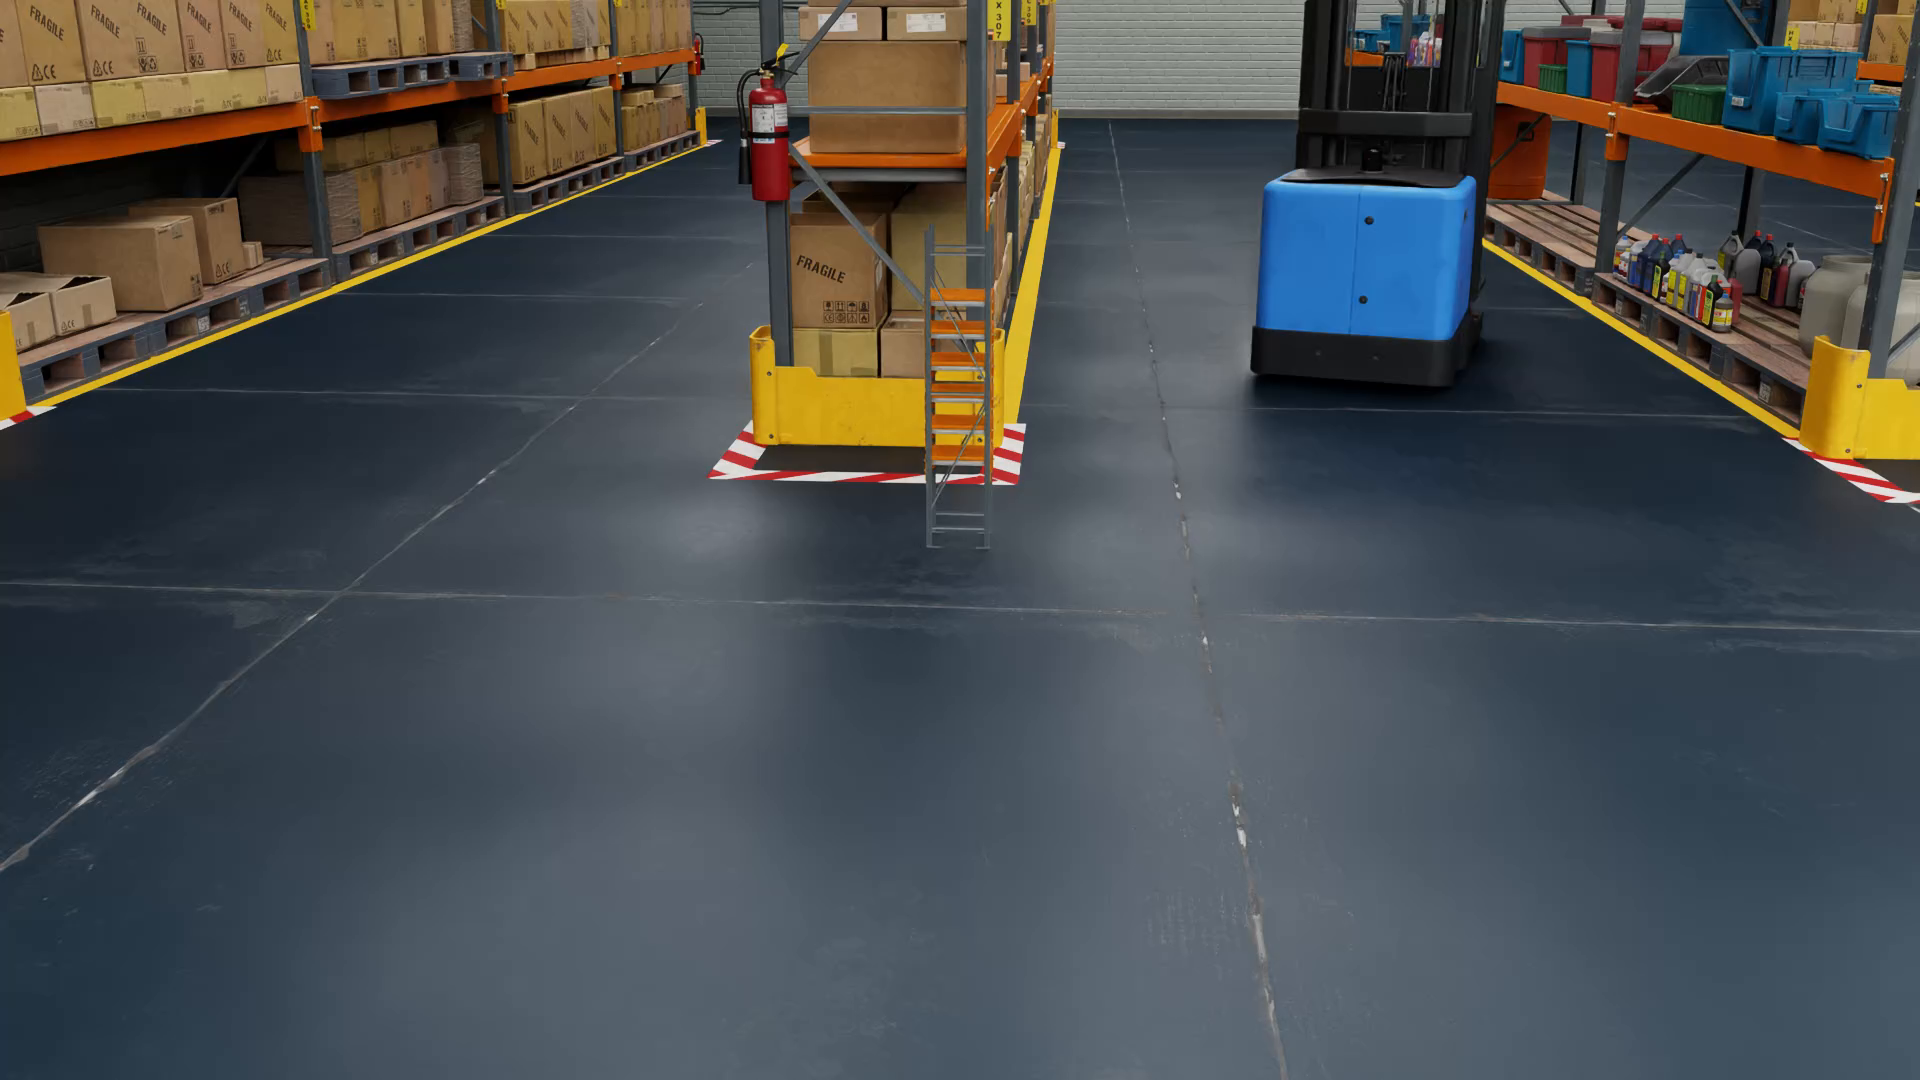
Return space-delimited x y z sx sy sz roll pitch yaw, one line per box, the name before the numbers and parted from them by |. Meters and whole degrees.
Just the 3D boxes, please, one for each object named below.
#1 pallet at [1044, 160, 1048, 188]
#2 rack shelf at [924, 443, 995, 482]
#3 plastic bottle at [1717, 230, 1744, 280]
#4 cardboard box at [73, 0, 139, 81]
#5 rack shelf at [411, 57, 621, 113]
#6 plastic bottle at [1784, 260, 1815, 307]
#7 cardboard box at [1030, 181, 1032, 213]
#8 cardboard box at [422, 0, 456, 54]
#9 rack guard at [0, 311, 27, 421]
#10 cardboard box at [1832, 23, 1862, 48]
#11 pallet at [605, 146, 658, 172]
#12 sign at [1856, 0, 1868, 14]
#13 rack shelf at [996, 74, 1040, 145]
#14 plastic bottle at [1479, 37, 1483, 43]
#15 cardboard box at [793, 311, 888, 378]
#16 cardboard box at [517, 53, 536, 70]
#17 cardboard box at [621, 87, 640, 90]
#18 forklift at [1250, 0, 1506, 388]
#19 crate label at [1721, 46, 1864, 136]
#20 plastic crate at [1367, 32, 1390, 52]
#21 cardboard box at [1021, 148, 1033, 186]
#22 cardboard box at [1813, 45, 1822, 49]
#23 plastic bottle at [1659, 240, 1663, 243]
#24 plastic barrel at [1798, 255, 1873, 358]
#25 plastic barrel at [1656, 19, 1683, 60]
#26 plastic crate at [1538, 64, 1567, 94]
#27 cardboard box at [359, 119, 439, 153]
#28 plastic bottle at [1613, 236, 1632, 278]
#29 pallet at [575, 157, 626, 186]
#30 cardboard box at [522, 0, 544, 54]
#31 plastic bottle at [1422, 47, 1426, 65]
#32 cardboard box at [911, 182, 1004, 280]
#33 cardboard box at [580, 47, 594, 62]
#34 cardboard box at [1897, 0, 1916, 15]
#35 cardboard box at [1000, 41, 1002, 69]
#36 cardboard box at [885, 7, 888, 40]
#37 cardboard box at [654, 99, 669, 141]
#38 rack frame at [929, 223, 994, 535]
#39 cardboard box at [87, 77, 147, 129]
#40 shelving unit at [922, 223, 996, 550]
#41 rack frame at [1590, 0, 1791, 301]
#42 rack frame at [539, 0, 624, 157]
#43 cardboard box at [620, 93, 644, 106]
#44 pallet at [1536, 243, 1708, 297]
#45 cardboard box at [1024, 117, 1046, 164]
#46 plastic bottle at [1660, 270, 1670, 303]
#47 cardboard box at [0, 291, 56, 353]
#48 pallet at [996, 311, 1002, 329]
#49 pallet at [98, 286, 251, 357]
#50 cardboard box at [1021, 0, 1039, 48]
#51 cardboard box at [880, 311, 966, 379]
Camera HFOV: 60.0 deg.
pallet | 0.459 -4.070 18.504 1.003 0.211 1.213 1 18 4
rack shelf | -0.001 -0.295 6.311 0.258 0.103 0.180 1 18 4
plastic bottle | 4.944 -1.799 10.644 0.144 0.351 0.185 1 18 4
cardboard box | -4.899 -2.781 9.096 0.500 0.500 0.500 1 18 2
rack shelf | -4.605 -4.795 17.394 1.077 0.370 4.000 1 18 4
plastic bottle | 5.035 -1.550 10.004 0.152 0.276 0.135 2 18 5
cardboard box | 0.365 -2.970 14.411 0.500 0.250 0.500 1 18 3
cardboard box | -4.785 -4.452 14.324 0.700 0.500 0.500 0 18 -1
rack guard | -5.316 -0.867 8.265 1.175 0.500 0.348 1 18 4
cardboard box | 10.130 -5.639 18.579 0.500 0.250 0.500 1 18 3
pallet | -4.329 -4.667 20.327 1.003 0.211 1.213 1 18 4
sign | 9.807 -5.887 18.054 0.100 0.325 0.005 1 18 4
rack shelf | 0.050 -3.443 13.269 1.077 0.370 4.000 1 18 4
plastic bottle | 5.524 -5.166 17.451 0.144 0.351 0.185 1 18 4
cardboard box | -0.637 -0.987 8.361 0.500 0.250 0.500 1 18 4
cardboard box | -4.363 -4.661 16.203 0.380 0.149 0.250 2 18 6
cardboard box | -4.387 -5.830 21.695 0.380 0.149 0.250 2 18 5
forklift | 2.571 -2.608 9.675 1.130 2.935 3.031 7 19 20
crate label | 4.422 -2.404 8.886 0.502 0.435 0.616 1 18 4
plastic crate | 5.245 -6.156 20.567 0.416 0.233 0.300 1 18 4
cardboard box | 0.370 -3.236 14.321 0.500 0.311 0.500 1 18 3
cardboard box | 10.111 -5.648 19.247 0.380 0.149 0.250 2 18 5
plastic bottle | 4.497 -1.778 10.687 0.061 0.283 0.133 1 18 4
plastic barrel | 4.567 -1.189 8.555 0.421 0.512 0.421 0 18 0
plastic barrel | 5.134 -3.409 11.791 0.433 0.535 0.433 0 18 0
plastic crate | 4.690 -3.498 12.623 0.450 0.188 0.662 1 18 4
cardboard box | -4.851 -3.493 14.368 0.500 0.250 0.500 2 18 5
plastic bottle | 4.386 -1.875 11.004 0.097 0.271 0.097 0 18 0
pallet | -4.442 -4.191 18.875 1.003 0.211 1.213 1 18 4
cardboard box | -4.411 -5.021 16.260 0.500 0.500 0.500 2 18 6
plastic bottle | 4.938 -5.128 17.574 0.097 0.201 0.097 0 18 0
cardboard box | -0.010 -1.798 9.630 0.500 0.500 0.500 1 18 4
cardboard box | -4.222 -5.295 18.136 0.380 0.149 0.250 1 18 4
cardboard box | 10.323 -5.752 17.387 0.797 0.503 0.637 1 18 2
cardboard box | 0.089 -3.932 13.445 0.500 0.500 0.500 0 18 1
cardboard box | -0.526 -2.481 7.976 0.380 0.149 0.250 2 18 5
cardboard box | -4.196 -5.481 21.671 0.700 0.500 0.500 1 18 2
rack frame | 0.006 -0.594 6.309 0.240 1.200 0.006 1 18 4
cardboard box | -4.905 -2.433 9.240 0.500 0.250 0.500 1 18 3
shelving unit | -0.001 -0.566 6.222 0.258 1.200 0.189 1 18 4
rack frame | 4.847 -3.052 10.920 1.000 3.000 0.127 1 18 4
rack frame | -4.461 -5.758 19.178 1.000 3.000 0.127 1 18 4
cardboard box | -4.099 -5.410 20.414 0.380 0.149 0.250 2 18 6
pallet | 4.864 -1.972 12.101 1.003 0.211 1.213 1 18 4
cardboard box | 0.686 -4.357 18.209 0.500 0.500 0.500 1 18 4
plastic bottle | 4.318 -1.544 10.105 0.097 0.201 0.097 0 18 0
cardboard box | -5.182 -1.175 8.803 0.500 0.311 0.500 -1 18 -2
pallet | -0.277 -1.213 9.785 1.003 0.211 1.213 1 18 4
pallet | -5.133 -1.359 10.231 1.003 0.211 1.213 1 18 4
cardboard box | 0.382 -5.131 16.430 0.700 0.500 0.500 5 19 14
cardboard box | -0.120 -0.976 8.325 0.500 0.250 0.500 1 18 4
